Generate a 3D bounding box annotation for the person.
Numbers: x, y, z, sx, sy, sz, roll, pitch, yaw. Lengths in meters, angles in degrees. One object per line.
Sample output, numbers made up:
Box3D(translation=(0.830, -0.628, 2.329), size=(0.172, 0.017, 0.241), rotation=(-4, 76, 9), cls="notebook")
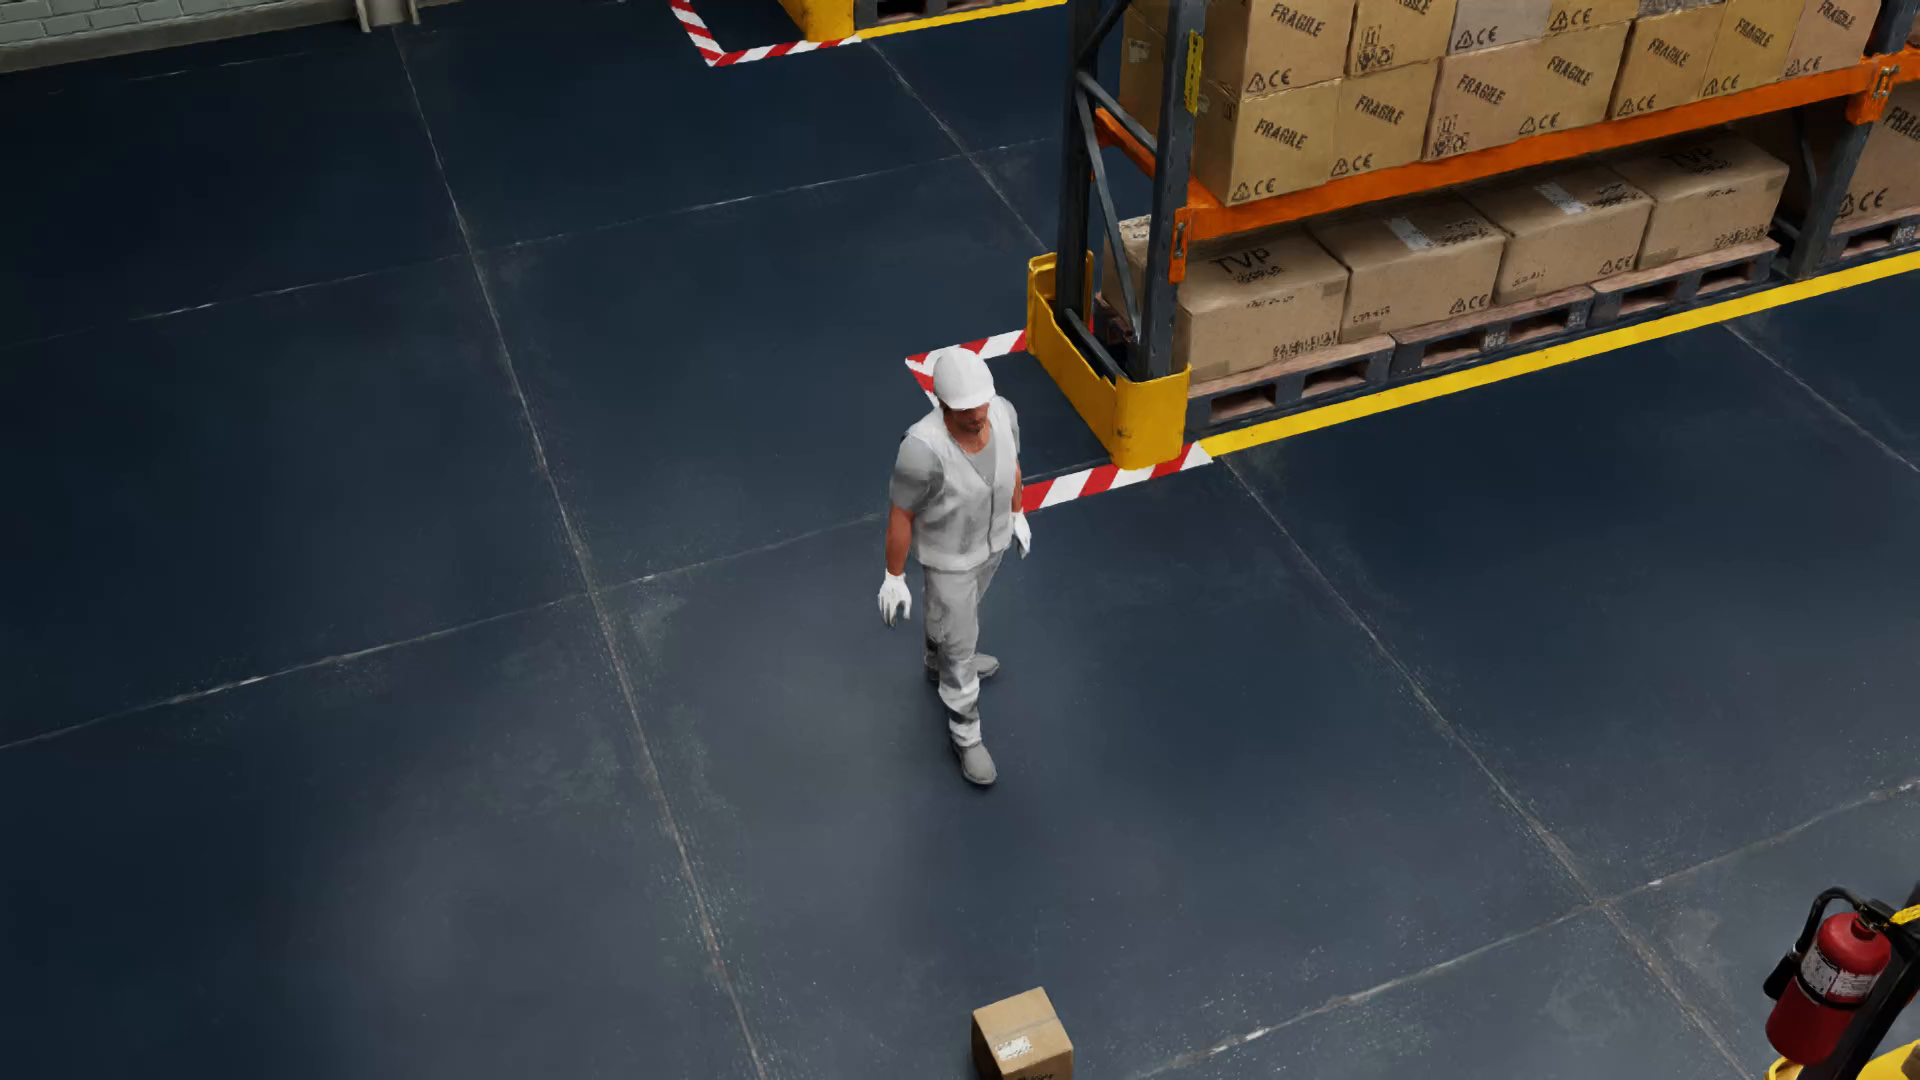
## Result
Box3D(translation=(0.012, 0.071, 6.053), size=(0.638, 1.789, 0.693), rotation=(32, 51, 31), cls="person")
